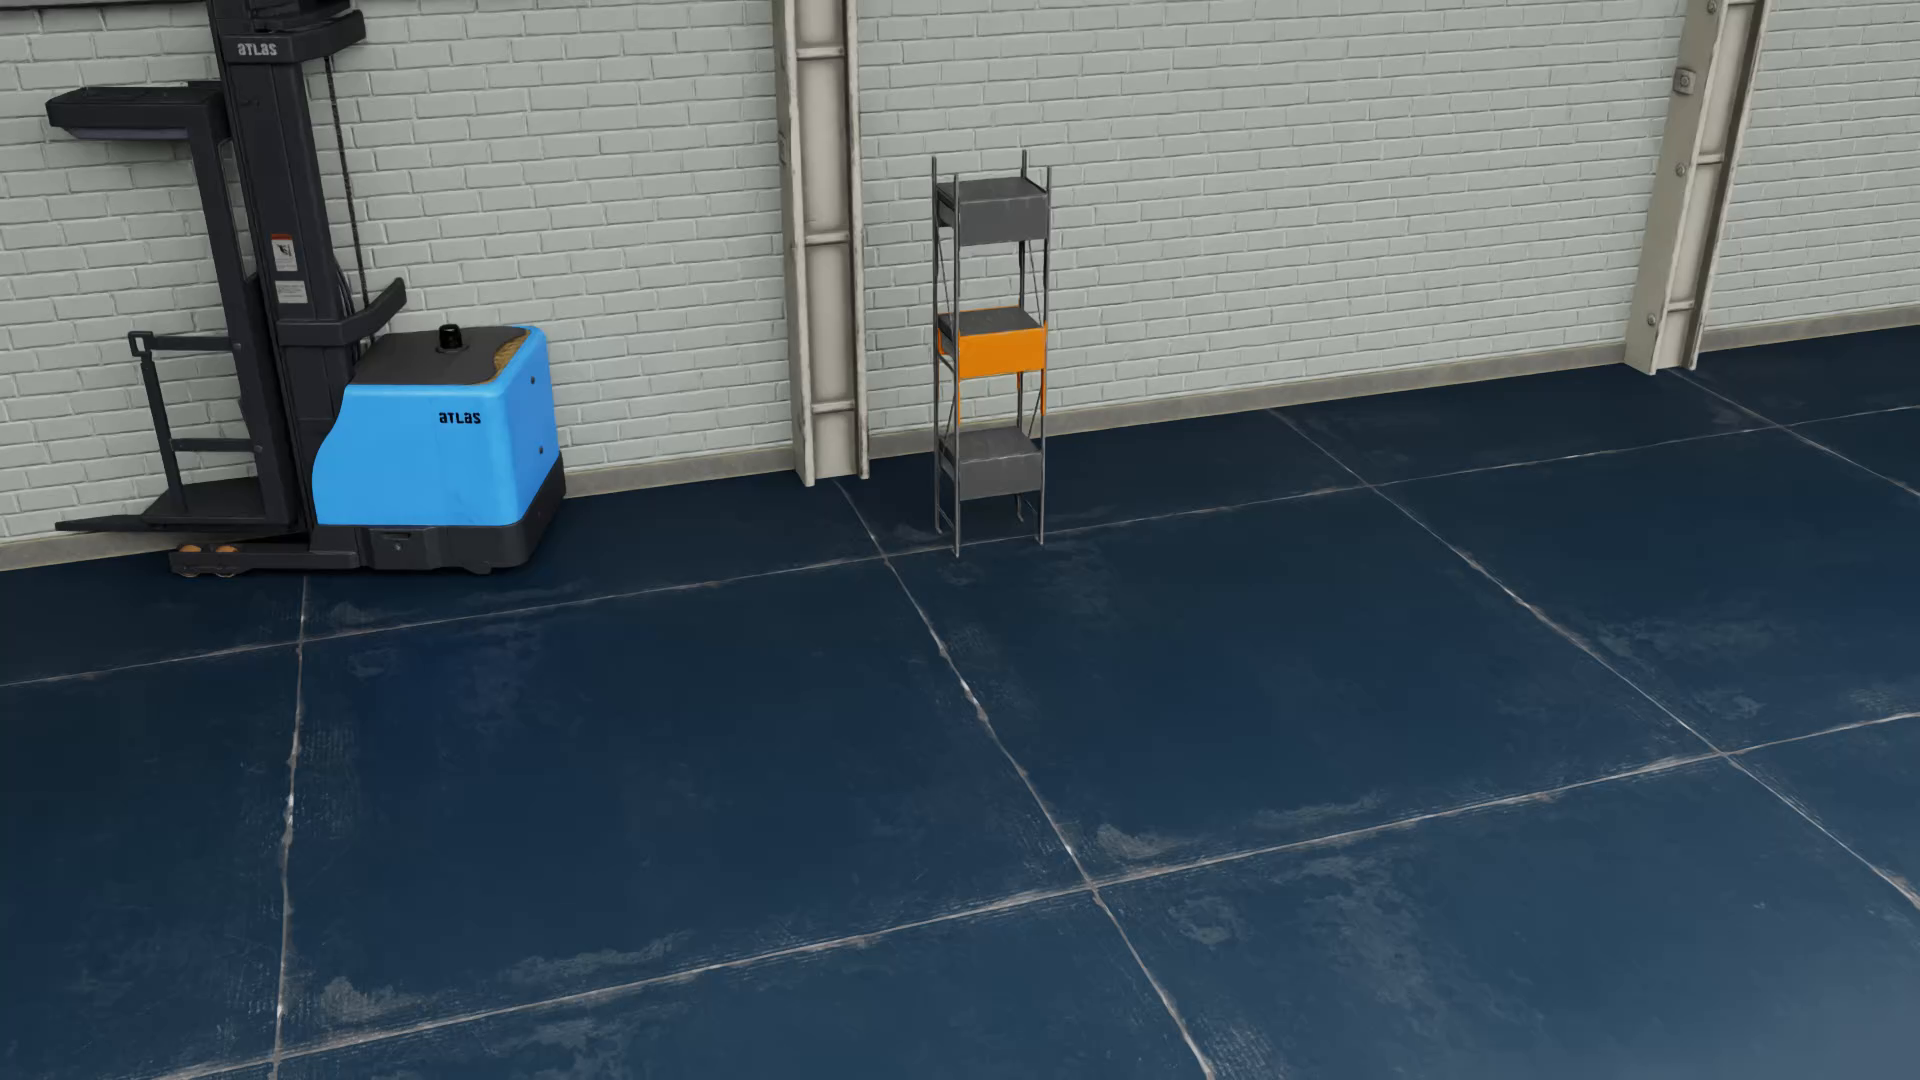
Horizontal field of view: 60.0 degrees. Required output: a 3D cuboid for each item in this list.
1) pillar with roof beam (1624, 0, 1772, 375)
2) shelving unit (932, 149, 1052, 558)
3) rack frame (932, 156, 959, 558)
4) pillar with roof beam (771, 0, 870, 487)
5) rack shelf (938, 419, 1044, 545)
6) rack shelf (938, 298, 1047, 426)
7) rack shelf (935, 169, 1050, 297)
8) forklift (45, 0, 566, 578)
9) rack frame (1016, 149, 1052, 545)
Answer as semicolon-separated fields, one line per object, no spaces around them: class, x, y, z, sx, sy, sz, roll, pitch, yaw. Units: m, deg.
pillar with roof beam;6.261;-3.446;6.072;0.400;9.000;9.100;-8;28;-16
shelving unit;0.157;-0.963;8.829;0.503;2.100;0.431;-8;28;-16
rack frame;-0.075;-0.930;8.761;0.015;2.100;0.400;-8;28;-16
pillar with roof beam;0.556;-2.620;4.407;0.400;9.000;9.100;-8;28;-16
rack shelf;0.157;-0.324;9.146;0.480;0.518;0.431;-8;28;-16
rack shelf;0.157;-0.951;8.835;0.480;0.518;0.431;-8;28;-16
rack shelf;0.157;-1.578;8.524;0.480;0.518;0.431;-8;28;-16
forklift;-3.807;-1.348;8.669;3.031;2.935;1.130;1;26;1
rack frame;0.389;-0.997;8.897;0.015;2.100;0.400;-8;28;-16
